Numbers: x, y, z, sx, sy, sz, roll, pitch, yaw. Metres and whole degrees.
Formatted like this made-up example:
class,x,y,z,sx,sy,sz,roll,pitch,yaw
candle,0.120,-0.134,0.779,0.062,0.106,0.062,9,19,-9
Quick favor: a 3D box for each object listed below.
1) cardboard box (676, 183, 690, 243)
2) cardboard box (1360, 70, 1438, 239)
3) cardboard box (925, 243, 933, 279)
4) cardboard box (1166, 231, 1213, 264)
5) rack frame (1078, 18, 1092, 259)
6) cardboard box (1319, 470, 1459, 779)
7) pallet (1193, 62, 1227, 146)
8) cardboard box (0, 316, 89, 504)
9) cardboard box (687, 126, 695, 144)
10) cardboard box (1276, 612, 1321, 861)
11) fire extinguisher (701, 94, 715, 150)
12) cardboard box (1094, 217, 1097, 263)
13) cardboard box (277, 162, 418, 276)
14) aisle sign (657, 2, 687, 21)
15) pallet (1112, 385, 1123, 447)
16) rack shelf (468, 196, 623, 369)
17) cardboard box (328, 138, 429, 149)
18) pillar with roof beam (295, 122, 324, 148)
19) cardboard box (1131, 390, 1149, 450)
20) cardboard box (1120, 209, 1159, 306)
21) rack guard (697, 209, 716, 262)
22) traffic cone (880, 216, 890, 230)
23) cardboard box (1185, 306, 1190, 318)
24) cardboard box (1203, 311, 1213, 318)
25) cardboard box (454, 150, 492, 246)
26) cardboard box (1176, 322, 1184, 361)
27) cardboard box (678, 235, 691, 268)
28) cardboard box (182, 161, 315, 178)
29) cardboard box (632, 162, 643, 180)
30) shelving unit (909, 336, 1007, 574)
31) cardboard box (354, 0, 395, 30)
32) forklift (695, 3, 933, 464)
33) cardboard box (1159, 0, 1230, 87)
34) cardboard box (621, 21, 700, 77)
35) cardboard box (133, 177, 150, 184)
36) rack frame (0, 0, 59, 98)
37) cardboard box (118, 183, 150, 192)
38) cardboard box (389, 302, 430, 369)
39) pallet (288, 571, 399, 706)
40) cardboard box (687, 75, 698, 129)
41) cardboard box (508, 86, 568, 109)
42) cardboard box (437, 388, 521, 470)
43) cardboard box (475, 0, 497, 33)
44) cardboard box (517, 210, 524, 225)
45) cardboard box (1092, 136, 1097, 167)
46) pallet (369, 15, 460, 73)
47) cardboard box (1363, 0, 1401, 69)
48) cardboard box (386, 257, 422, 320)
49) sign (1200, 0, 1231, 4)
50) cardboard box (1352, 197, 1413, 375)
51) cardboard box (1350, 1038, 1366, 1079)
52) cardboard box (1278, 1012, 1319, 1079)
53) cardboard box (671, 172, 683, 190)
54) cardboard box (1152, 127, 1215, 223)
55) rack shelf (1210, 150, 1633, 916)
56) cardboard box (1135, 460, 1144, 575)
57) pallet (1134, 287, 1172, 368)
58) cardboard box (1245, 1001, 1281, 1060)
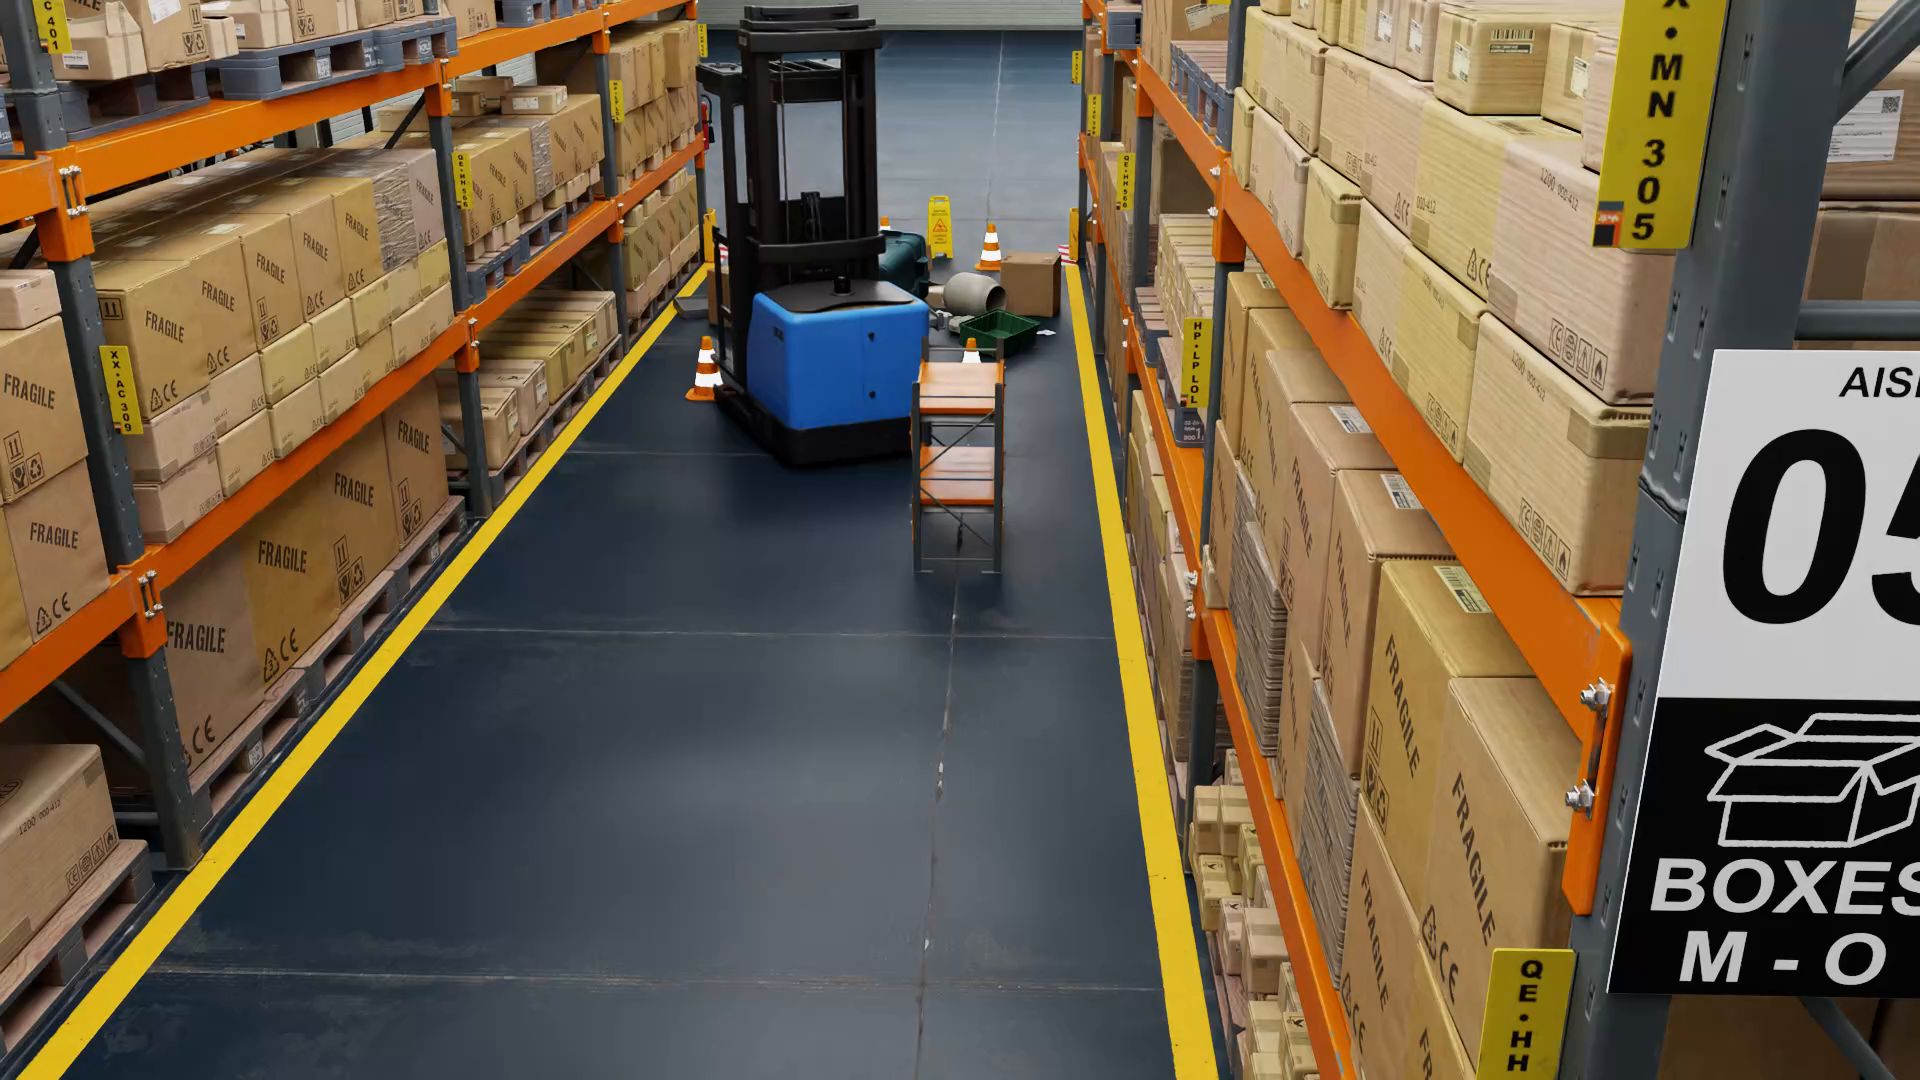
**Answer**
class,x,y,z,sx,sy,sz,roll,pitch,yaw
cardboard box,-2.969,-3.221,16.368,0.500,0.500,0.500,1,21,4
cardboard box,1.063,-0.737,3.151,0.500,0.250,0.500,1,21,2
cardboard box,-0.716,-2.612,16.066,0.797,0.503,0.637,-16,26,-35
cardboard box,1.289,-1.534,8.780,0.380,0.149,0.250,1,21,1
rack frame,1.758,-4.421,17.277,1.000,3.000,0.127,1,21,2
cardboard box,1.059,0.173,3.505,0.500,0.500,0.500,2,21,4
pallet,1.518,-1.615,6.158,1.213,0.211,1.003,1,21,2
cardboard box,-3.296,-0.439,5.494,0.500,0.500,0.500,0,21,1
cardboard box,-2.887,-4.091,16.774,0.380,0.149,0.250,0,21,1
cardboard box,1.080,0.464,4.138,0.500,0.500,0.500,2,21,4
fire extinguisher,-2.729,-4.439,17.430,0.296,0.674,0.183,1,21,2
cardboard box,1.779,-3.062,16.131,0.875,0.875,0.875,0,21,1
cardboard box,-3.198,-1.684,8.701,0.500,0.500,0.500,1,21,3
aisle sign,-2.901,-5.670,16.902,0.394,0.787,0.004,1,21,2
pallet,1.654,-0.953,12.193,1.003,0.211,1.213,1,21,2
rack shelf,-3.375,-1.934,11.862,1.077,0.370,4.000,1,21,2
cardboard box,-3.696,-2.282,10.634,0.500,0.500,0.500,0,21,1
pillar with roof beam,-4.591,-9.169,21.221,9.100,9.000,0.400,1,21,2
cardboard box,1.252,-0.662,9.427,0.500,0.250,0.500,0,21,-1
cardboard box,1.260,-1.741,10.231,0.500,0.500,0.500,1,21,2
rack guard,-3.195,-3.246,17.704,1.175,0.500,0.348,1,21,2
traffic cone,-0.797,-3.197,17.630,0.336,0.463,0.334,1,21,2
cardboard box,1.257,-1.010,7.841,0.380,0.149,0.250,1,21,4
cardboard box,1.235,-0.871,7.072,0.380,0.149,0.250,1,21,1
cardboard box,-3.191,-2.088,10.133,0.500,0.500,0.500,0,21,0
cardboard box,1.261,-0.968,8.144,0.380,0.149,0.250,1,21,2
cardboard box,-2.972,-2.870,16.501,0.500,0.250,0.500,1,21,2
cardboard box,-3.701,-1.704,8.754,0.500,0.500,0.500,1,21,2
cardboard box,-3.009,-3.263,14.640,0.380,0.149,0.250,1,21,3
shelving unit,0.000,-0.522,9.819,0.538,1.125,1.048,1,21,2
cardboard box,-3.276,-2.827,8.303,0.700,0.500,0.500,0,21,-1
forklift,-1.230,-2.375,12.097,1.130,2.935,3.031,-9,23,-21
cardboard box,1.213,-2.408,7.804,0.500,0.500,0.500,1,21,2
cardboard box,-2.990,-4.903,16.588,0.700,0.500,0.500,0,21,0
cardboard box,-8.370,-3.520,16.792,0.500,0.250,0.500,1,21,2
rack frame,-3.558,-2.897,5.055,1.000,3.000,0.127,1,21,2
cardboard box,-7.872,-3.335,16.316,0.500,0.250,0.500,1,21,2
cardboard box,-3.192,-1.106,8.940,0.500,0.250,0.500,1,21,3
pallet,-3.575,0.478,8.506,1.003,0.211,1.213,1,21,2
cardboard box,-2.934,-4.425,16.737,0.500,0.500,0.500,0,21,1
cardboard box,-3.111,-3.258,12.251,0.380,0.149,0.250,0,21,0
cardboard box,-3.409,-0.721,10.793,0.950,0.372,0.625,-1,21,-2
cardboard box,-3.418,-3.545,10.729,0.797,0.503,0.637,1,21,2
cardboard box,-3.216,-2.231,11.398,0.380,0.149,0.250,1,21,4
cardboard box,1.680,-3.764,15.376,0.875,0.550,0.500,1,21,2
pallet,-3.403,-2.623,8.758,1.213,0.211,1.003,2,21,4
cardboard box,1.056,-1.063,3.440,0.380,0.149,0.250,0,21,0
cardboard box,-3.209,-1.346,8.868,0.500,0.250,0.500,0,21,0
sign,0.838,-1.910,5.399,0.100,0.325,0.005,1,21,2
cardboard box,1.057,-0.496,3.220,0.500,0.250,0.500,2,21,4
cardboard box,1.021,1.087,3.427,0.380,0.149,0.250,1,21,3
cardboard box,1.102,1.461,4.656,0.380,0.149,0.250,1,21,2
cardboard box,-2.912,-3.488,16.159,0.380,0.149,0.250,1,21,3
cardboard box,1.538,-2.204,10.041,0.700,0.500,0.500,1,21,1
rack shelf,1.332,-0.422,3.818,1.077,0.370,4.000,1,21,2
cardboard box,1.226,-0.124,9.077,0.500,0.500,0.500,1,21,2
pallet,1.599,-1.180,9.189,1.213,0.211,1.003,1,21,2
cardboard box,1.059,1.508,4.945,0.380,0.149,0.250,0,21,1
